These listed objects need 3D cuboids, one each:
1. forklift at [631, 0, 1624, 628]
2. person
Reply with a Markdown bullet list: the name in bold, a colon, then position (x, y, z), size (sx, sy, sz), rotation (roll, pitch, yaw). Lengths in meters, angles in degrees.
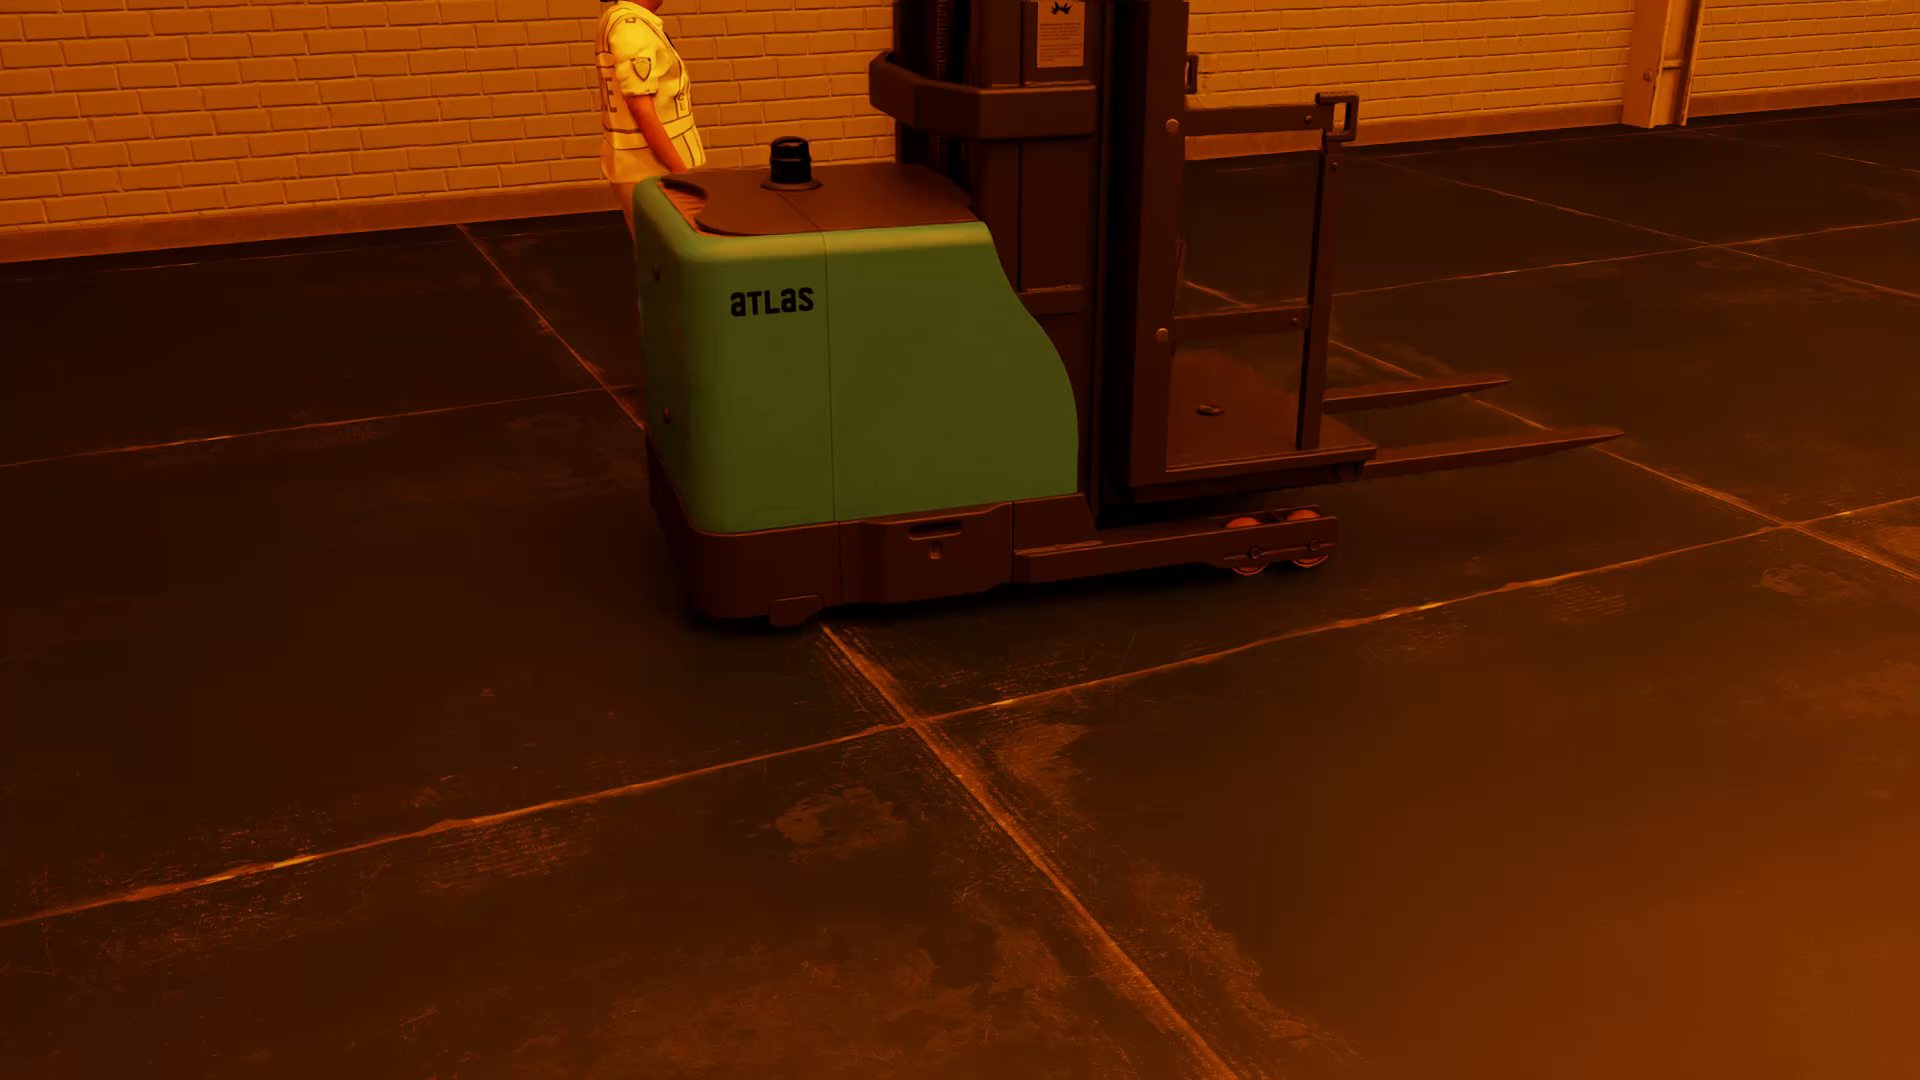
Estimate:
- **forklift**: position (0.599, -1.435, 4.742), size (3.031, 2.935, 1.130), rotation (-7, 24, -16)
- **person**: position (-1.041, -1.342, 6.146), size (0.529, 1.670, 0.599), rotation (-8, 24, -19)
